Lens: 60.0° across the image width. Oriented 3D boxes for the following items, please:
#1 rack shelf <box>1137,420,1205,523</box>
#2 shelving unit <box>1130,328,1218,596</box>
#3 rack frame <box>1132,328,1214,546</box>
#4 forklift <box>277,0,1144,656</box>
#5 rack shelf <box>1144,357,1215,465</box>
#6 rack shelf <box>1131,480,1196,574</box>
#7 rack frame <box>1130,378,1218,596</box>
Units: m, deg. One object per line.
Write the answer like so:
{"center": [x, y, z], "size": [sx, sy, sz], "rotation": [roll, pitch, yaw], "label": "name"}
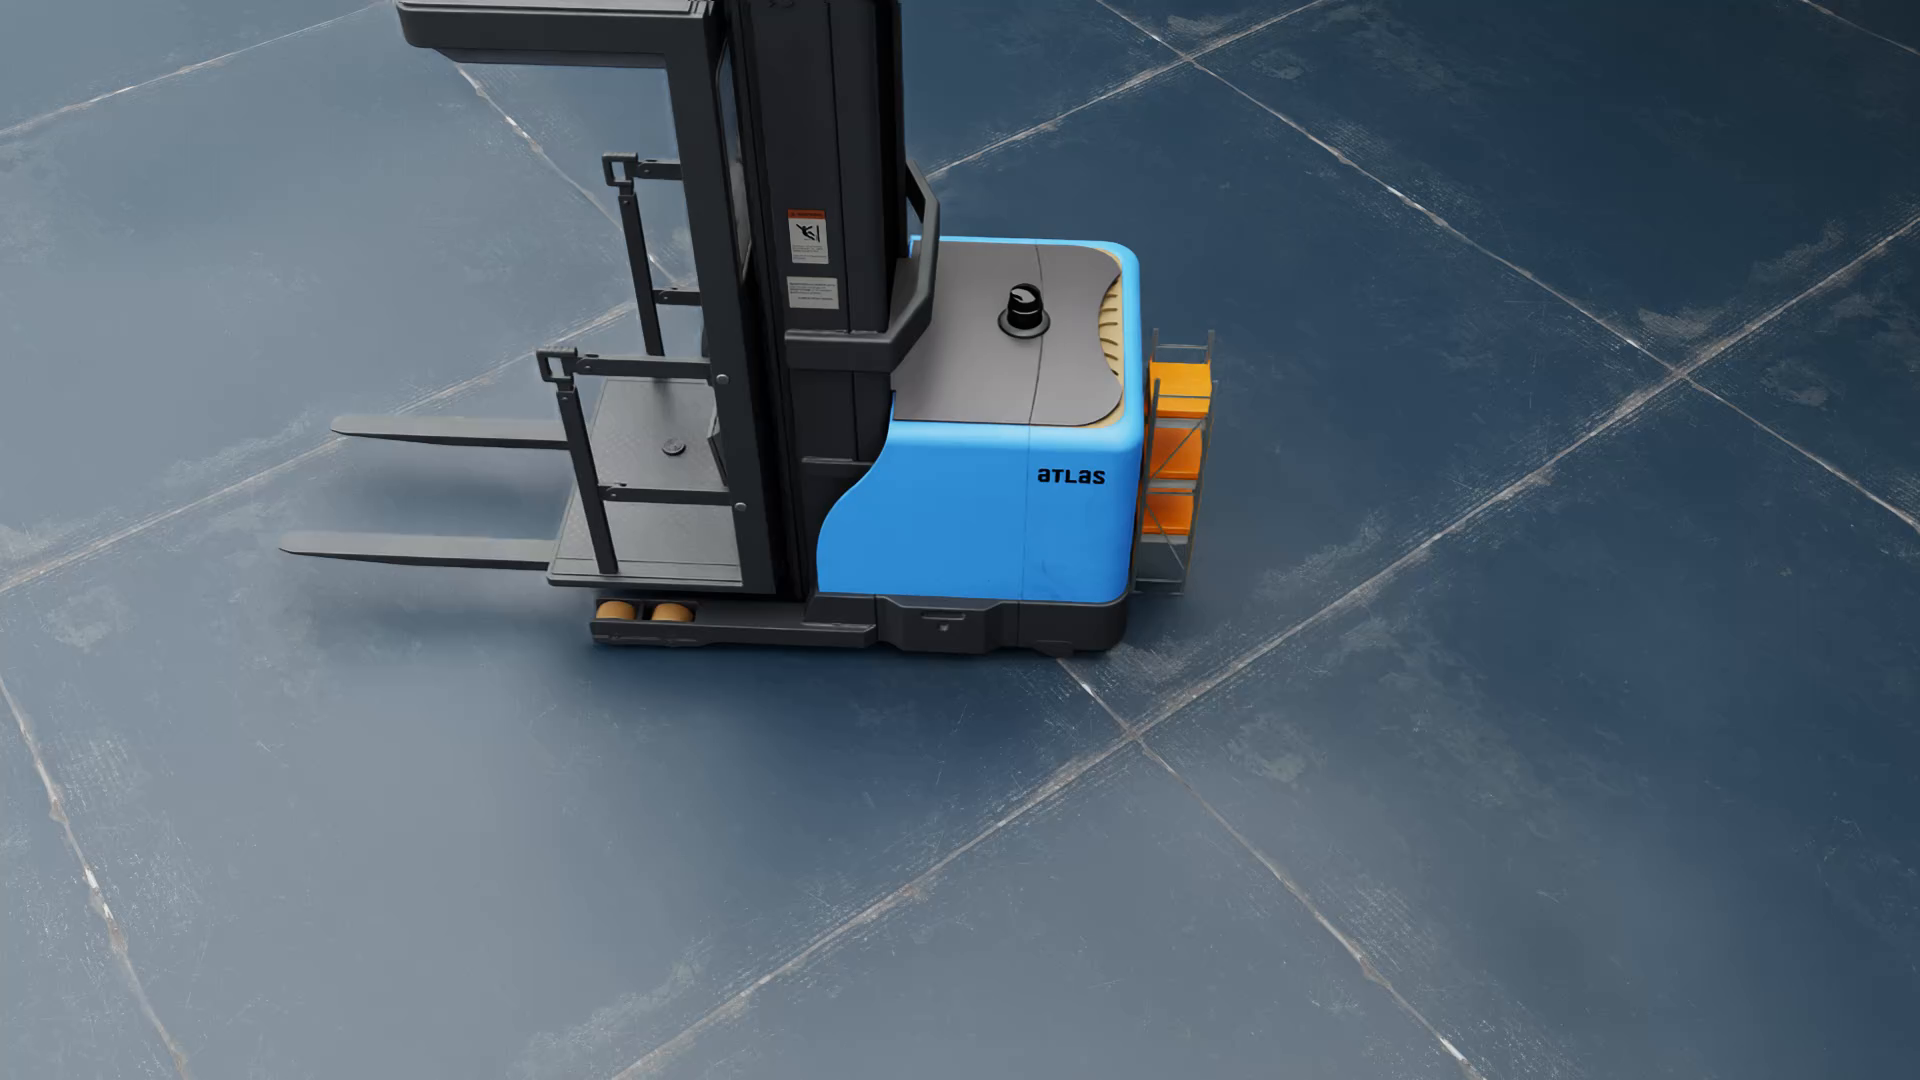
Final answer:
{"center": [0.727, -0.240, 5.773], "size": [0.215, 0.259, 0.240], "rotation": [2, 48, 2], "label": "rack shelf"}
{"center": [0.727, -0.247, 5.765], "size": [0.215, 1.050, 0.252], "rotation": [2, 48, 2], "label": "shelving unit"}
{"center": [0.734, -0.337, 5.847], "size": [0.200, 1.050, 0.008], "rotation": [2, 48, 2], "label": "rack frame"}
{"center": [-0.906, -0.994, 5.173], "size": [3.031, 2.935, 1.130], "rotation": [2, 48, 2], "label": "forklift"}
{"center": [0.728, -0.431, 5.563], "size": [0.215, 0.259, 0.240], "rotation": [2, 48, 2], "label": "rack shelf"}
{"center": [0.727, -0.053, 5.979], "size": [0.215, 0.259, 0.240], "rotation": [2, 48, 2], "label": "rack shelf"}
{"center": [0.721, -0.157, 5.683], "size": [0.200, 1.050, 0.008], "rotation": [2, 48, 2], "label": "rack frame"}
